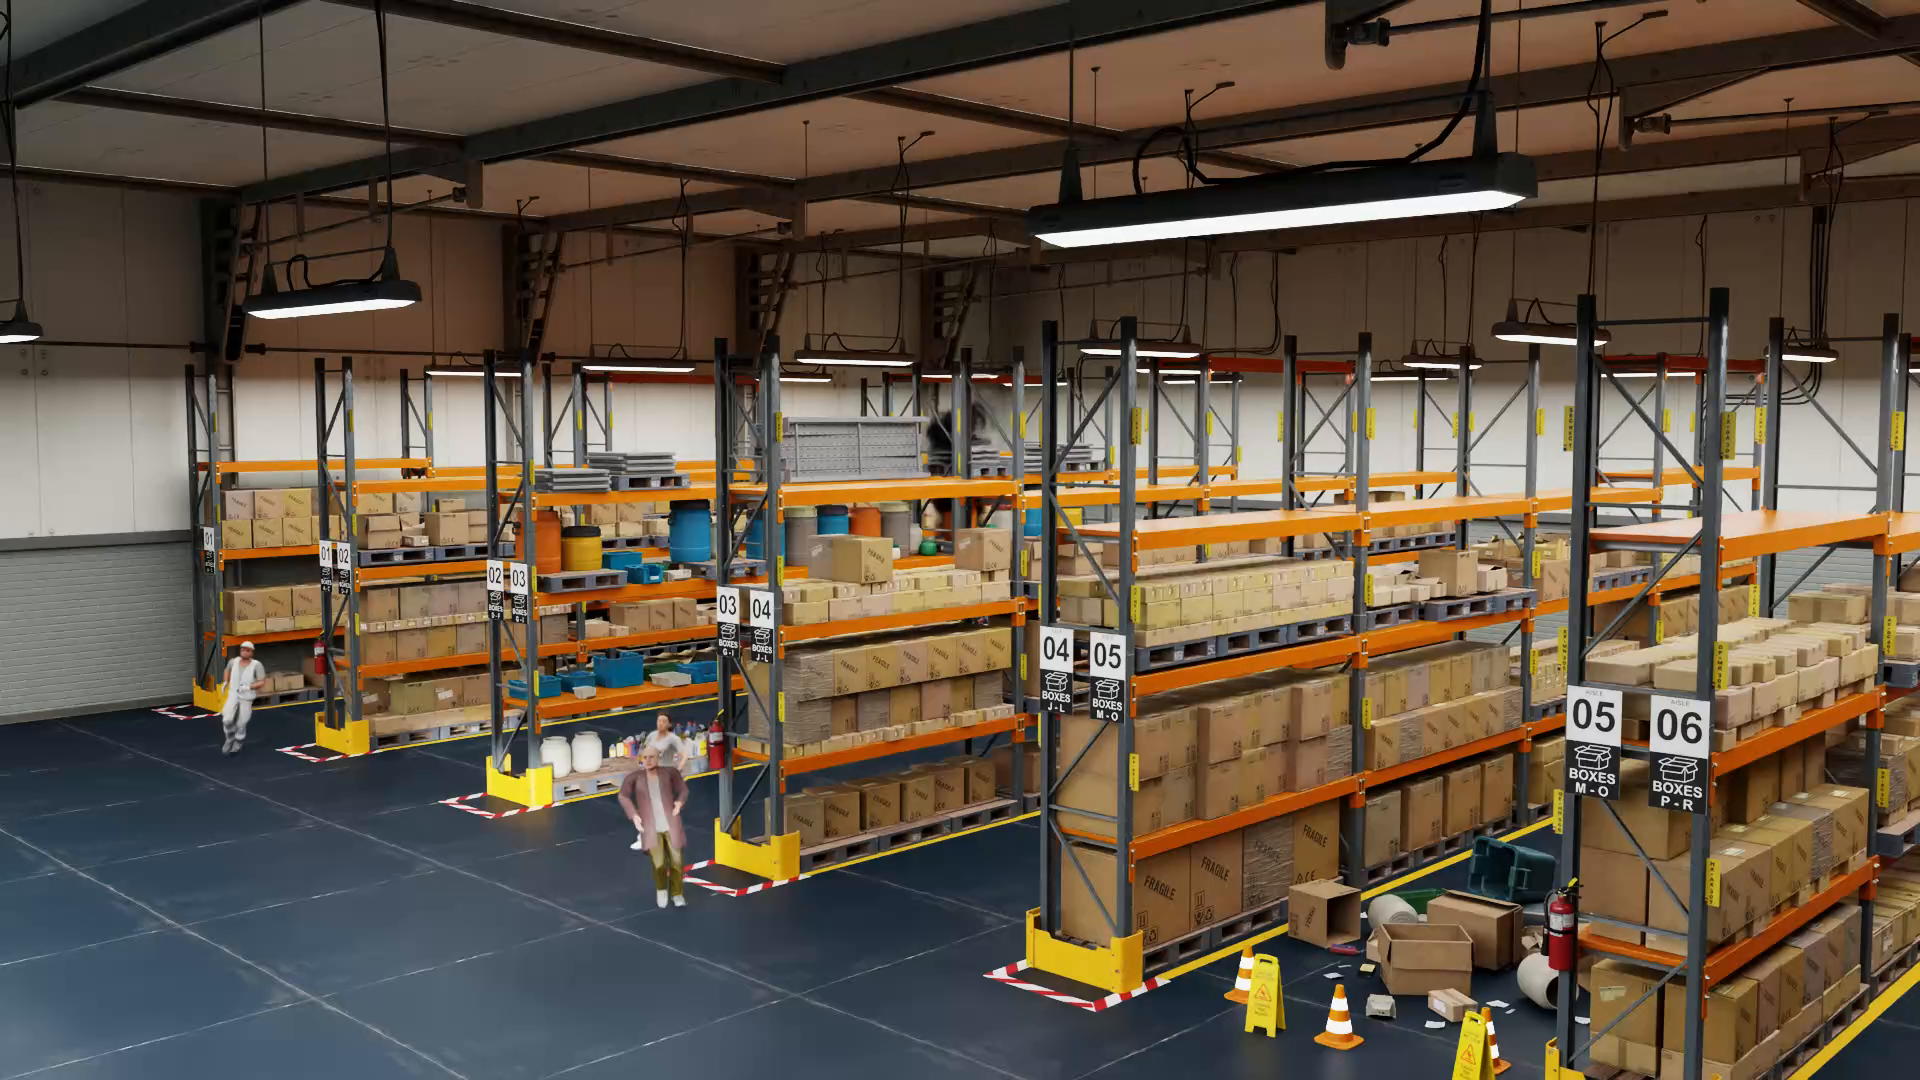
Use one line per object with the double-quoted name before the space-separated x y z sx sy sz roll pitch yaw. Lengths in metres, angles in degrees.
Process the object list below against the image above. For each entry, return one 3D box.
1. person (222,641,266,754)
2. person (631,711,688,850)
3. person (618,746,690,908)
"person" -10.766 2.370 24.994 0.666 1.716 0.639 -1 4 -9
"person" -3.536 2.839 19.837 0.633 1.641 0.683 2 5 23
"person" -3.142 2.987 17.232 0.717 1.715 0.642 -2 5 -19
